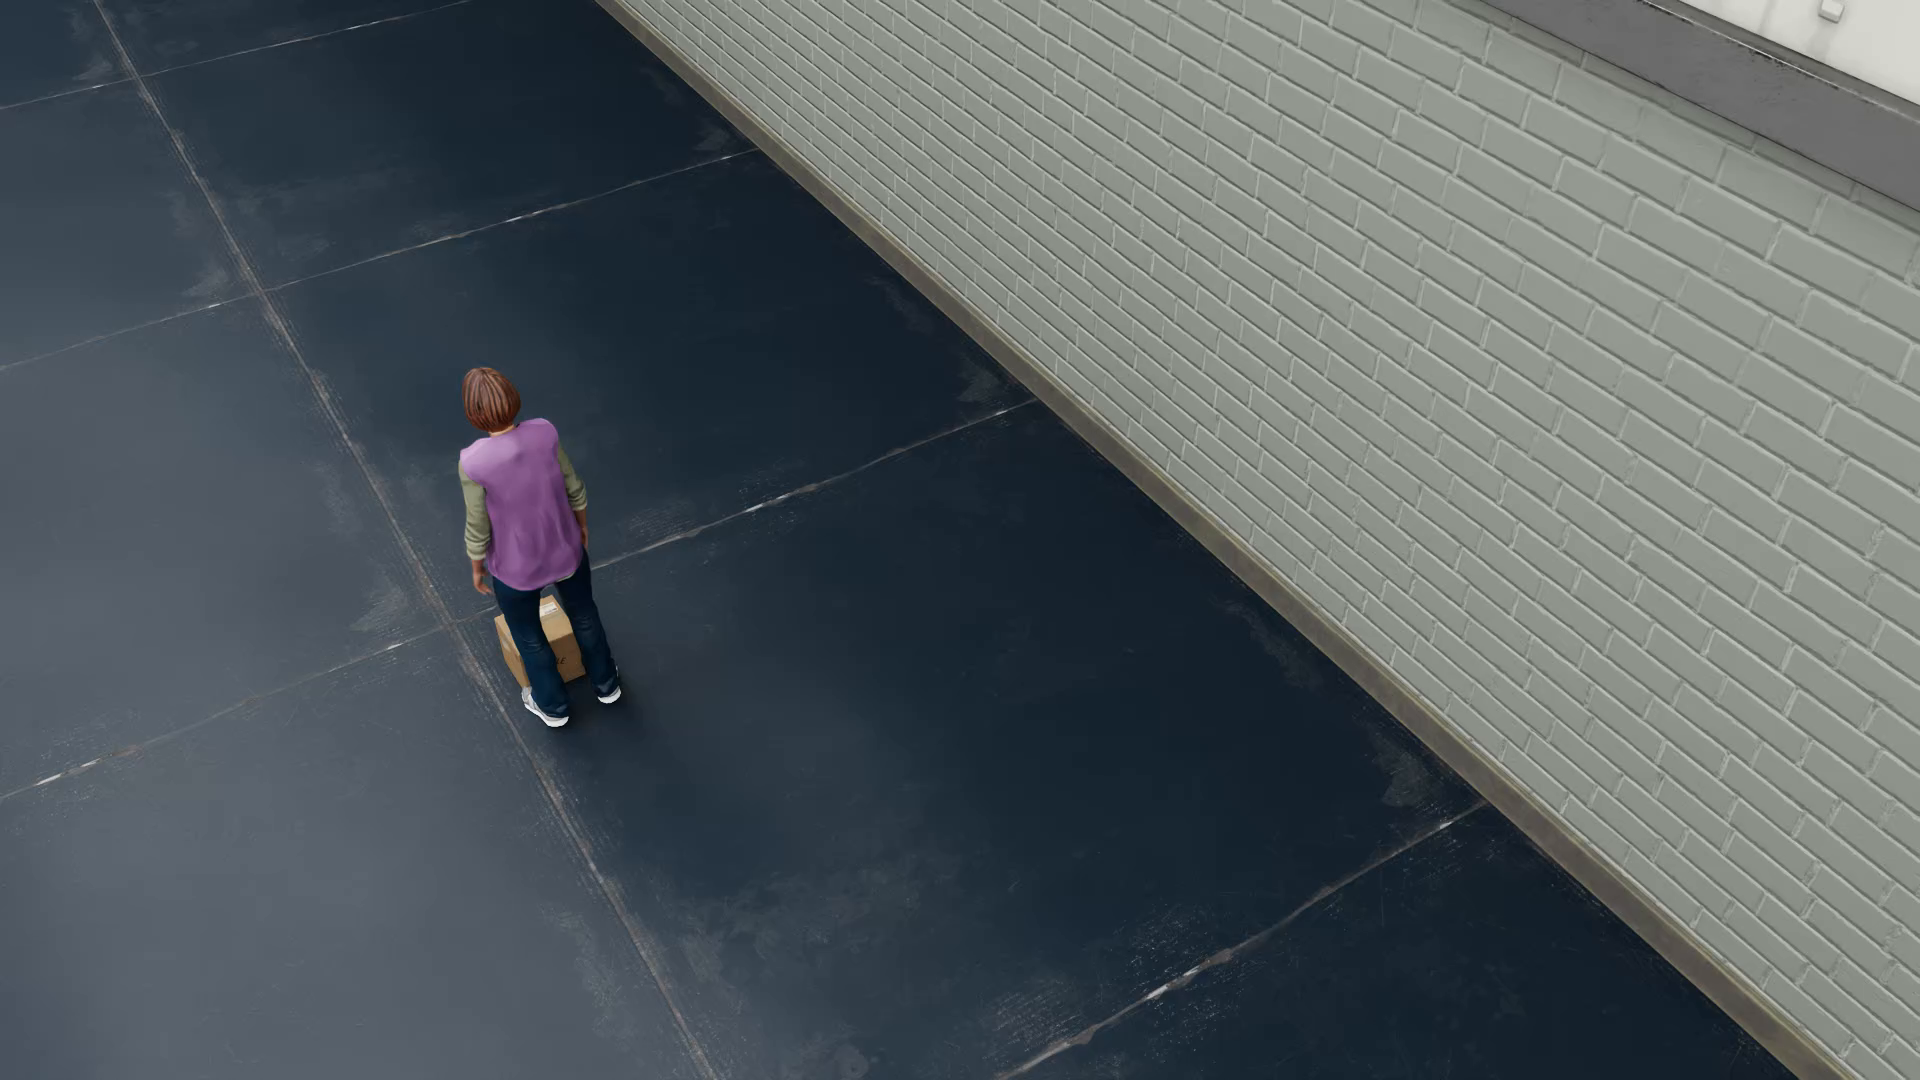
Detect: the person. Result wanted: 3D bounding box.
[{"bbox_3d":[-1.555,0.056,6.102,0.483,1.594,0.340,-25,47,-26],"label":"person"}]
